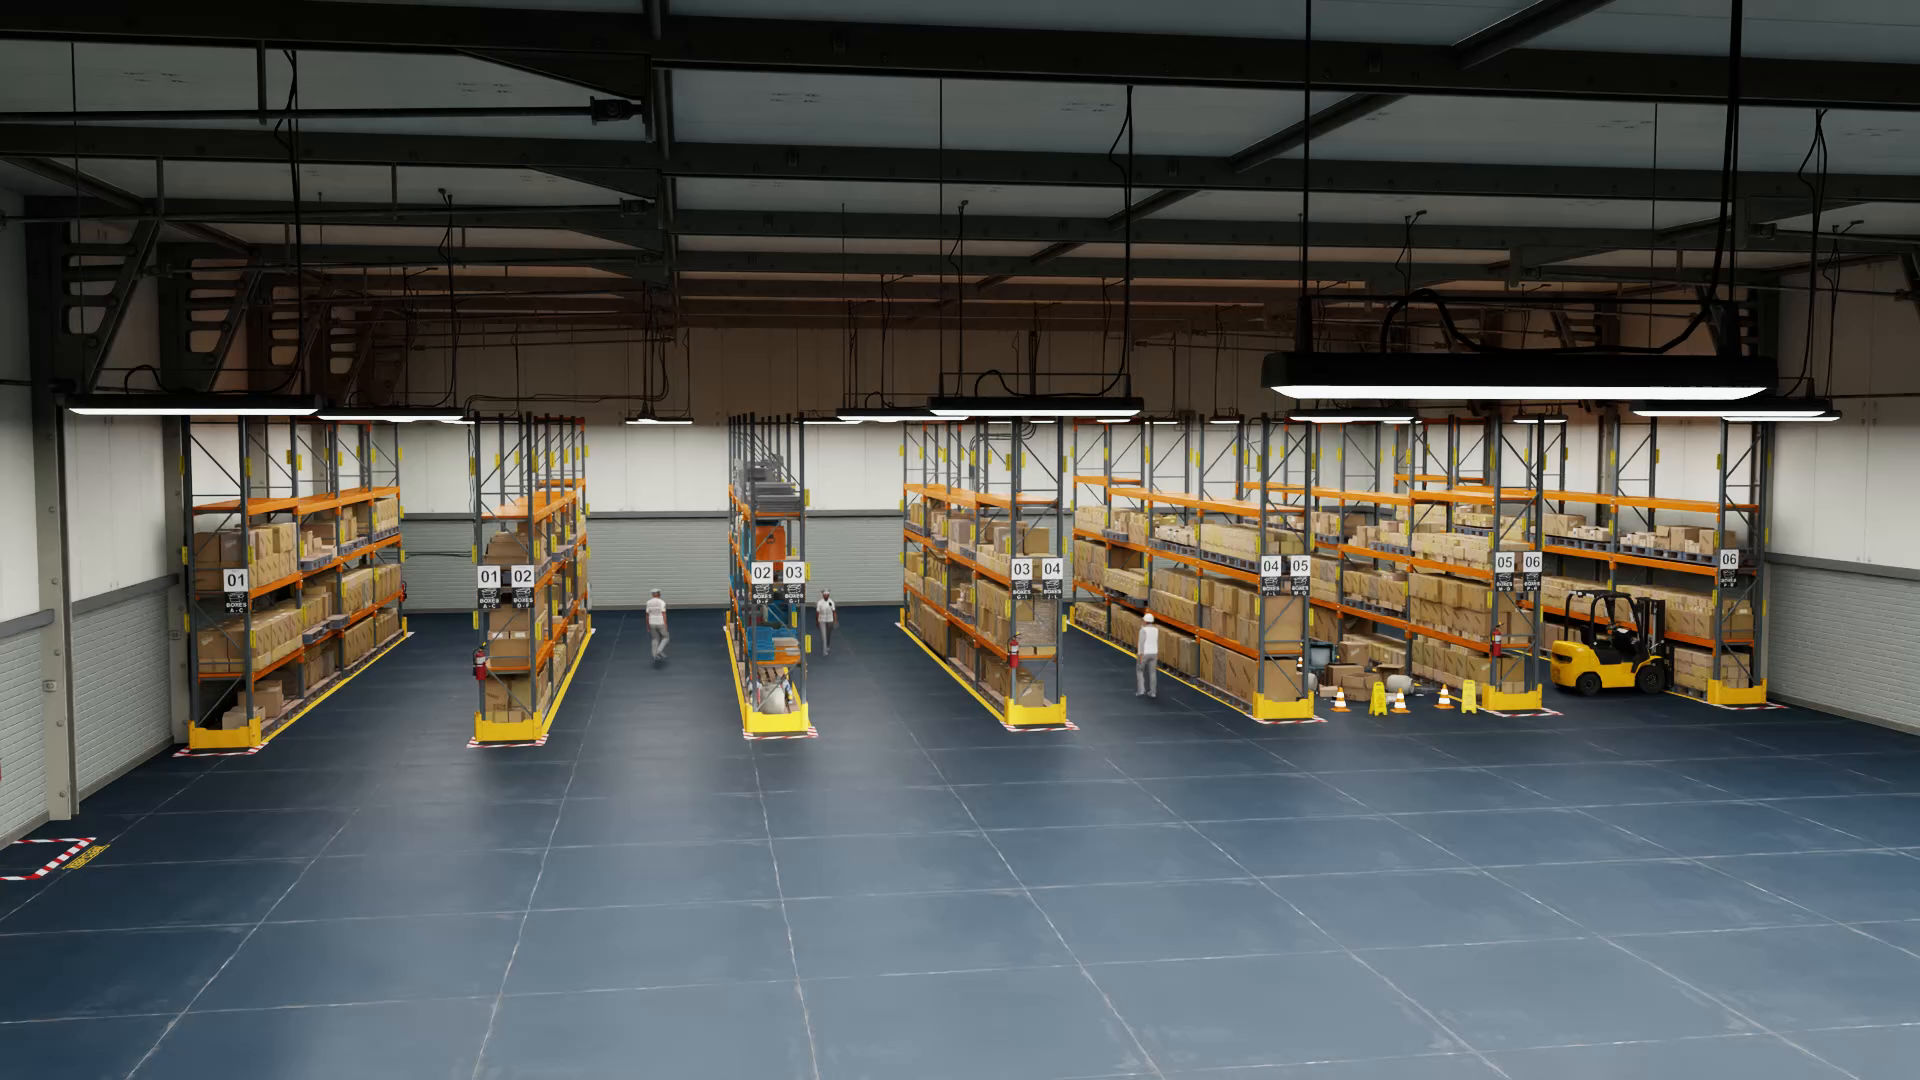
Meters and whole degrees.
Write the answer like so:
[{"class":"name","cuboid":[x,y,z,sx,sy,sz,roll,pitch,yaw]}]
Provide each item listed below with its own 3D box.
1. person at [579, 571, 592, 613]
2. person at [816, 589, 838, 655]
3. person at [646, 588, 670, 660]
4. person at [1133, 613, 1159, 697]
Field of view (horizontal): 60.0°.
[{"class":"person","cuboid":[-10.899,1.619,47.970,0.493,1.651,0.487,3,5,34]},{"class":"person","cuboid":[-3.362,2.041,41.873,0.517,1.632,1.033,-1,4,-11]},{"class":"person","cuboid":[-7.429,2.072,40.758,0.584,1.754,0.533,1,4,14]},{"class":"person","cuboid":[4.014,2.463,35.287,0.544,1.814,0.624,-1,4,-19]}]
